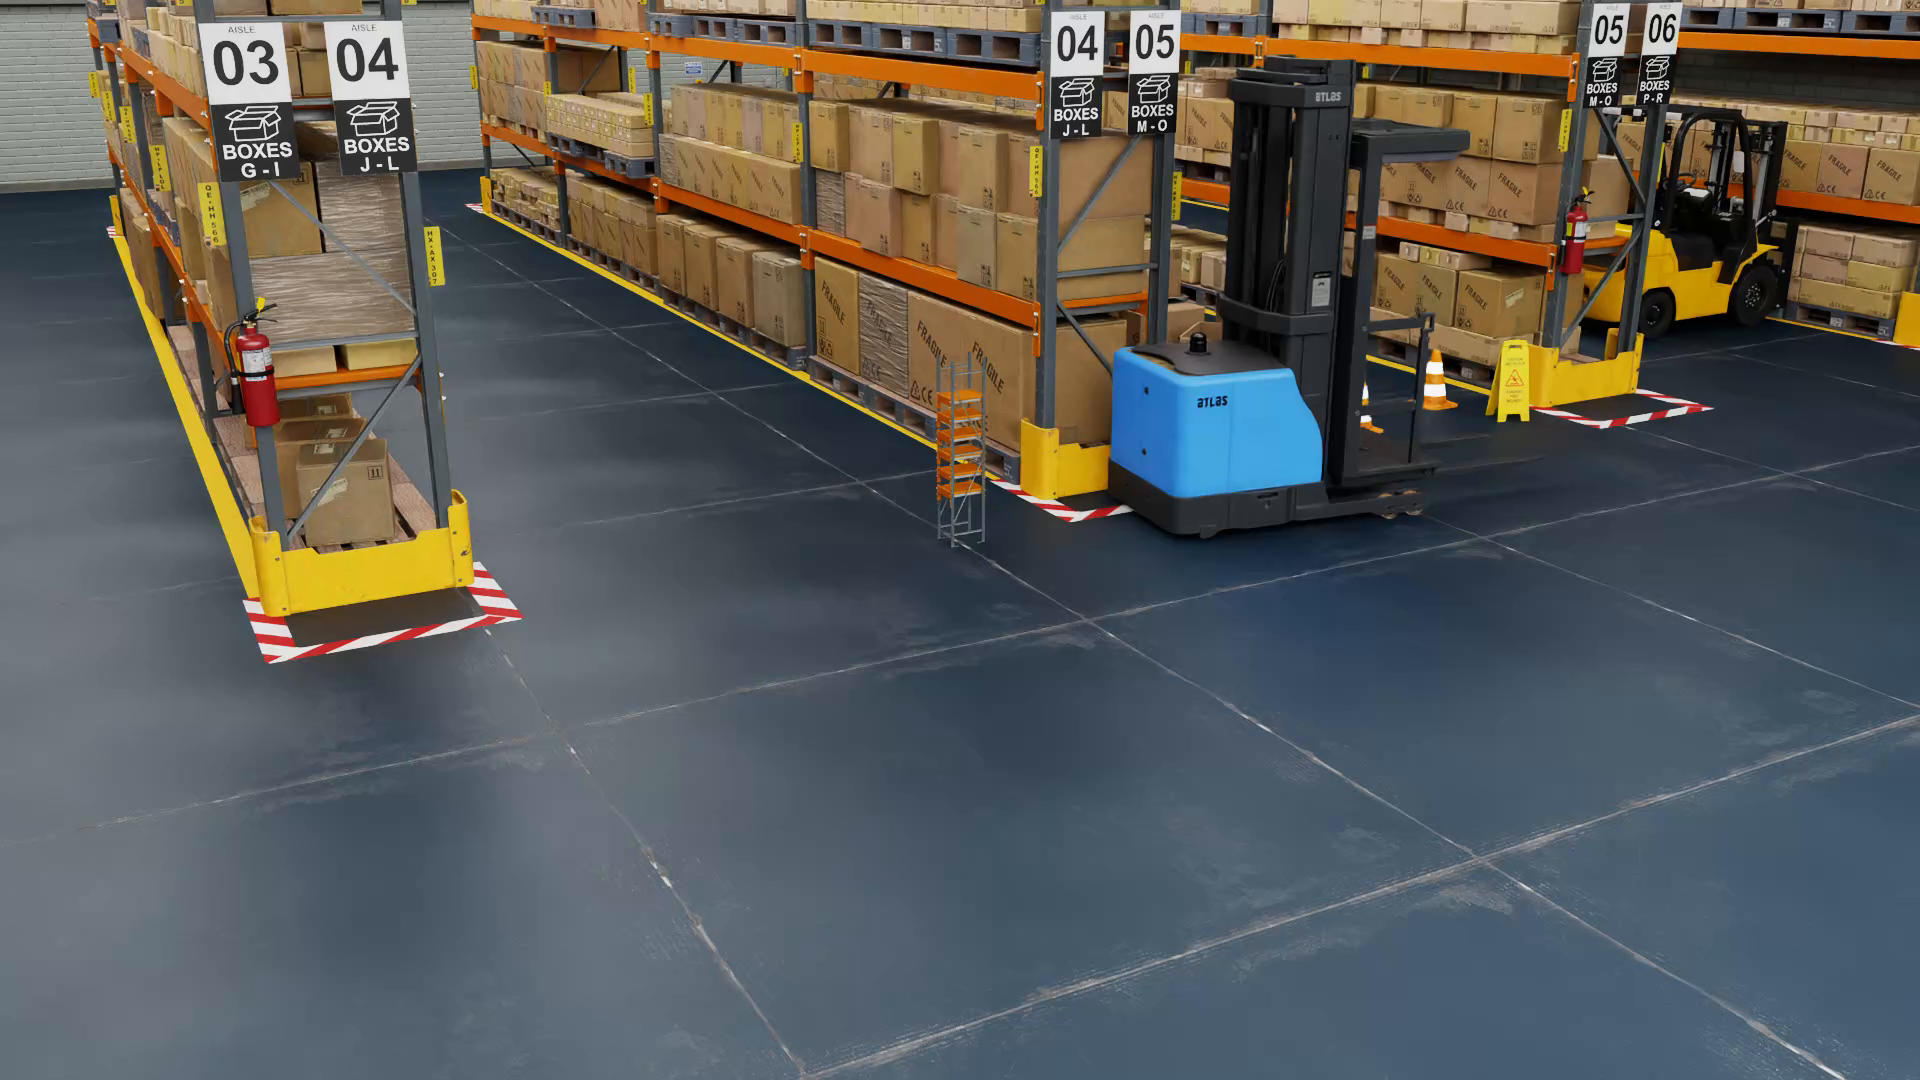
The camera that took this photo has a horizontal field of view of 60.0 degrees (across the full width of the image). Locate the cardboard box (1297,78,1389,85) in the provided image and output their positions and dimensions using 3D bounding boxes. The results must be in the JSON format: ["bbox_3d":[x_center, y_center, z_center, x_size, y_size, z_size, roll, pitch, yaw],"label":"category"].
[{"bbox_3d":[3.635,-4.128,15.853,0.700,0.500,0.500,-10,21,-26],"label":"cardboard box"}]

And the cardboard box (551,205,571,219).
[{"bbox_3d":[-5.143,-4.311,21.796,0.380,0.149,0.250,-10,21,-26],"label":"cardboard box"}]

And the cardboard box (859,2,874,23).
[{"bbox_3d":[-0.556,-4.078,12.839,0.380,0.149,0.250,-10,22,-28],"label":"cardboard box"}]

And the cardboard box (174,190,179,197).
[{"bbox_3d":[-5.168,-2.291,12.064,0.875,0.500,0.500,-10,21,-27],"label":"cardboard box"}]

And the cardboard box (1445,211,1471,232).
[{"bbox_3d":[4.458,-2.786,14.492,0.380,0.149,0.250,-10,21,-26],"label":"cardboard box"}]

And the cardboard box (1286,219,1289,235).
[{"bbox_3d":[3.443,-3.081,16.388,0.380,0.149,0.250,-10,21,-26],"label":"cardboard box"}]

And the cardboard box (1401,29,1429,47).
[{"bbox_3d":[4.109,-4.421,14.632,0.380,0.149,0.250,-10,22,-27],"label":"cardboard box"}]

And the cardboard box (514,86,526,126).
[{"bbox_3d":[-5.672,-5.853,22.386,0.500,0.500,0.500,-10,21,-27],"label":"cardboard box"}]

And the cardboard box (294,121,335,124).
[{"bbox_3d":[-4.633,-2.673,11.637,0.500,0.500,0.500,-10,21,-27],"label":"cardboard box"}]

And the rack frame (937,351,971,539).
[{"bbox_3d":[-0.037,-0.589,10.500,0.240,1.200,0.006,-10,21,-27],"label":"rack frame"}]

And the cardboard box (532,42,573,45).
[{"bbox_3d":[-5.681,-6.701,23.309,0.500,0.500,0.500,-9,21,-24],"label":"cardboard box"}]

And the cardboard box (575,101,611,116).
[{"bbox_3d":[-4.316,-5.084,19.595,0.380,0.149,0.250,-9,21,-25],"label":"cardboard box"}]

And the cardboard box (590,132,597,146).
[{"bbox_3d":[-4.057,-4.649,19.247,0.380,0.149,0.250,-9,21,-25],"label":"cardboard box"}]

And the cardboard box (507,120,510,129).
[{"bbox_3d":[-6.159,-5.877,23.449,0.380,0.149,0.250,-10,22,-27],"label":"cardboard box"}]

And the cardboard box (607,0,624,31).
[{"bbox_3d":[-3.558,-5.861,18.266,0.500,0.500,0.500,-10,21,-27],"label":"cardboard box"}]

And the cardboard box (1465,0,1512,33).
[{"bbox_3d":[4.587,-4.369,13.868,0.500,0.250,0.500,-10,22,-27],"label":"cardboard box"}]

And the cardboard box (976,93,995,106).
[{"bbox_3d":[0.538,-5.843,21.280,0.500,0.500,0.500,-10,21,-27],"label":"cardboard box"}]

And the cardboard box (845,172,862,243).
[{"bbox_3d":[-0.448,-2.794,13.900,0.875,0.550,0.550,-10,21,-27],"label":"cardboard box"}]

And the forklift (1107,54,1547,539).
[{"bbox_3d":[2.575,-1.679,11.003,3.031,2.935,1.130,-7,20,-20],"label":"forklift"}]

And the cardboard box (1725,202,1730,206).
[{"bbox_3d":[8.418,-3.664,18.690,0.500,0.250,0.500,-10,22,-27],"label":"cardboard box"}]

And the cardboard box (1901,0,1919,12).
[{"bbox_3d":[9.235,-5.199,15.551,0.500,0.500,0.500,-9,21,-25],"label":"cardboard box"}]

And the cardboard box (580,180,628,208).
[{"bbox_3d":[-4.340,-4.244,20.370,0.500,0.250,0.500,-9,21,-25],"label":"cardboard box"}]

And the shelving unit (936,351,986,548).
[{"bbox_3d":[0.007,-0.563,10.424,0.258,1.200,0.189,-10,21,-27],"label":"shelving unit"}]

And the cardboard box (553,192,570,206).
[{"bbox_3d":[-5.112,-4.472,21.807,0.380,0.149,0.250,-9,21,-25],"label":"cardboard box"}]

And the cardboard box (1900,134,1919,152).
[{"bbox_3d":[9.248,-3.809,15.923,0.380,0.149,0.250,-10,21,-26],"label":"cardboard box"}]

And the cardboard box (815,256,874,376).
[{"bbox_3d":[-0.678,-1.984,14.397,0.875,0.875,0.875,-10,21,-26],"label":"cardboard box"}]

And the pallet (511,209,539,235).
[{"bbox_3d":[-5.647,-4.498,23.343,1.003,0.211,1.213,-10,21,-27],"label":"pallet"}]

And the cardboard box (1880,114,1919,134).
[{"bbox_3d":[9.160,-4.030,16.107,0.380,0.149,0.250,-10,21,-27],"label":"cardboard box"}]

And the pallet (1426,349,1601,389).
[{"bbox_3d":[4.902,-1.571,14.861,1.003,0.211,1.213,-10,21,-27],"label":"pallet"}]

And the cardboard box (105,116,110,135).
[{"bbox_3d":[-10.548,-5.284,21.120,0.500,0.250,0.500,-11,22,-28],"label":"cardboard box"}]

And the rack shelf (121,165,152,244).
[{"bbox_3d":[-8.177,-3.625,17.640,1.077,0.370,4.000,-10,21,-27],"label":"rack shelf"}]

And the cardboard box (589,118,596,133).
[{"bbox_3d":[-4.064,-4.791,19.204,0.380,0.149,0.250,-9,21,-25],"label":"cardboard box"}]

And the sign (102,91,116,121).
[{"bbox_3d":[-9.614,-4.899,18.782,0.100,0.325,0.005,-10,21,-27],"label":"sign"}]

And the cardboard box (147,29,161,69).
[{"bbox_3d":[-5.339,-3.420,11.577,0.500,0.250,0.500,-11,22,-29],"label":"cardboard box"}]

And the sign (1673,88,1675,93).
[{"bbox_3d":[8.248,-5.080,19.307,0.100,0.325,0.005,-10,21,-27],"label":"sign"}]

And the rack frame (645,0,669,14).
[{"bbox_3d":[-2.814,-6.966,17.022,1.000,3.000,0.127,-10,21,-27],"label":"rack frame"}]

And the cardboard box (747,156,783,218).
[{"bbox_3d":[-1.638,-3.282,15.391,0.500,0.500,0.500,-10,22,-27],"label":"cardboard box"}]

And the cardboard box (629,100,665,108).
[{"bbox_3d":[-3.733,-5.180,19.873,0.380,0.149,0.250,-11,22,-29],"label":"cardboard box"}]

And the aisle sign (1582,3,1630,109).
[{"bbox_3d":[5.067,-3.795,13.046,0.394,0.787,0.004,-10,21,-27],"label":"aisle sign"}]

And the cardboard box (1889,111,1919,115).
[{"bbox_3d":[9.456,-4.177,16.534,0.380,0.149,0.250,-10,21,-26],"label":"cardboard box"}]

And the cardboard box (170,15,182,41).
[{"bbox_3d":[-4.446,-3.035,9.850,0.380,0.149,0.250,-11,22,-29],"label":"cardboard box"}]

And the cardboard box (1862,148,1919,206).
[{"bbox_3d":[9.195,-3.547,16.158,0.500,0.500,0.500,-11,22,-28],"label":"cardboard box"}]

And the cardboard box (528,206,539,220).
[{"bbox_3d":[-5.691,-4.486,22.759,0.380,0.149,0.250,-10,21,-27],"label":"cardboard box"}]

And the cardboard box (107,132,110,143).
[{"bbox_3d":[-10.778,-5.194,21.469,0.380,0.149,0.250,-10,22,-27],"label":"cardboard box"}]

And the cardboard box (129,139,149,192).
[{"bbox_3d":[-8.161,-3.834,16.990,0.500,0.500,0.500,-11,22,-28],"label":"cardboard box"}]

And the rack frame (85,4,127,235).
[{"bbox_3d":[-11.026,-5.687,22.514,1.000,3.000,0.127,-10,21,-27],"label":"rack frame"}]

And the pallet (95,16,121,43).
[{"bbox_3d":[-7.580,-4.896,15.912,1.213,0.211,1.003,-9,21,-24],"label":"pallet"}]

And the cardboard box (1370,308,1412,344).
[{"bbox_3d":[4.180,-2.017,15.451,0.500,0.250,0.500,-11,22,-29],"label":"cardboard box"}]

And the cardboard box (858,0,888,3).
[{"bbox_3d":[-0.448,-4.242,12.704,0.500,0.250,0.500,-10,22,-27],"label":"cardboard box"}]

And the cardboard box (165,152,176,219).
[{"bbox_3d":[-6.232,-2.973,13.846,0.797,0.503,0.637,-8,20,-21],"label":"cardboard box"}]

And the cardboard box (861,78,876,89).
[{"bbox_3d":[-1.106,-6.833,24.150,0.500,0.500,0.500,-10,22,-27],"label":"cardboard box"}]

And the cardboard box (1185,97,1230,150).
[{"bbox_3d":[2.736,-4.403,17.539,0.500,0.500,0.500,-10,21,-26],"label":"cardboard box"}]

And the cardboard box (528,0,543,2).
[{"bbox_3d":[-5.156,-6.955,21.052,0.500,0.250,0.500,-11,22,-29],"label":"cardboard box"}]

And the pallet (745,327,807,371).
[{"bbox_3d":[-1.347,-1.873,15.736,1.003,0.211,1.213,-10,21,-27],"label":"pallet"}]

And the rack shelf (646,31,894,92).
[{"bbox_3d":[-1.864,-4.634,15.965,1.077,0.370,4.000,-10,21,-27],"label":"rack shelf"}]

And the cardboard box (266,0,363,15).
[{"bbox_3d":[-3.896,-3.404,9.924,0.500,0.500,0.500,-10,21,-27],"label":"cardboard box"}]
